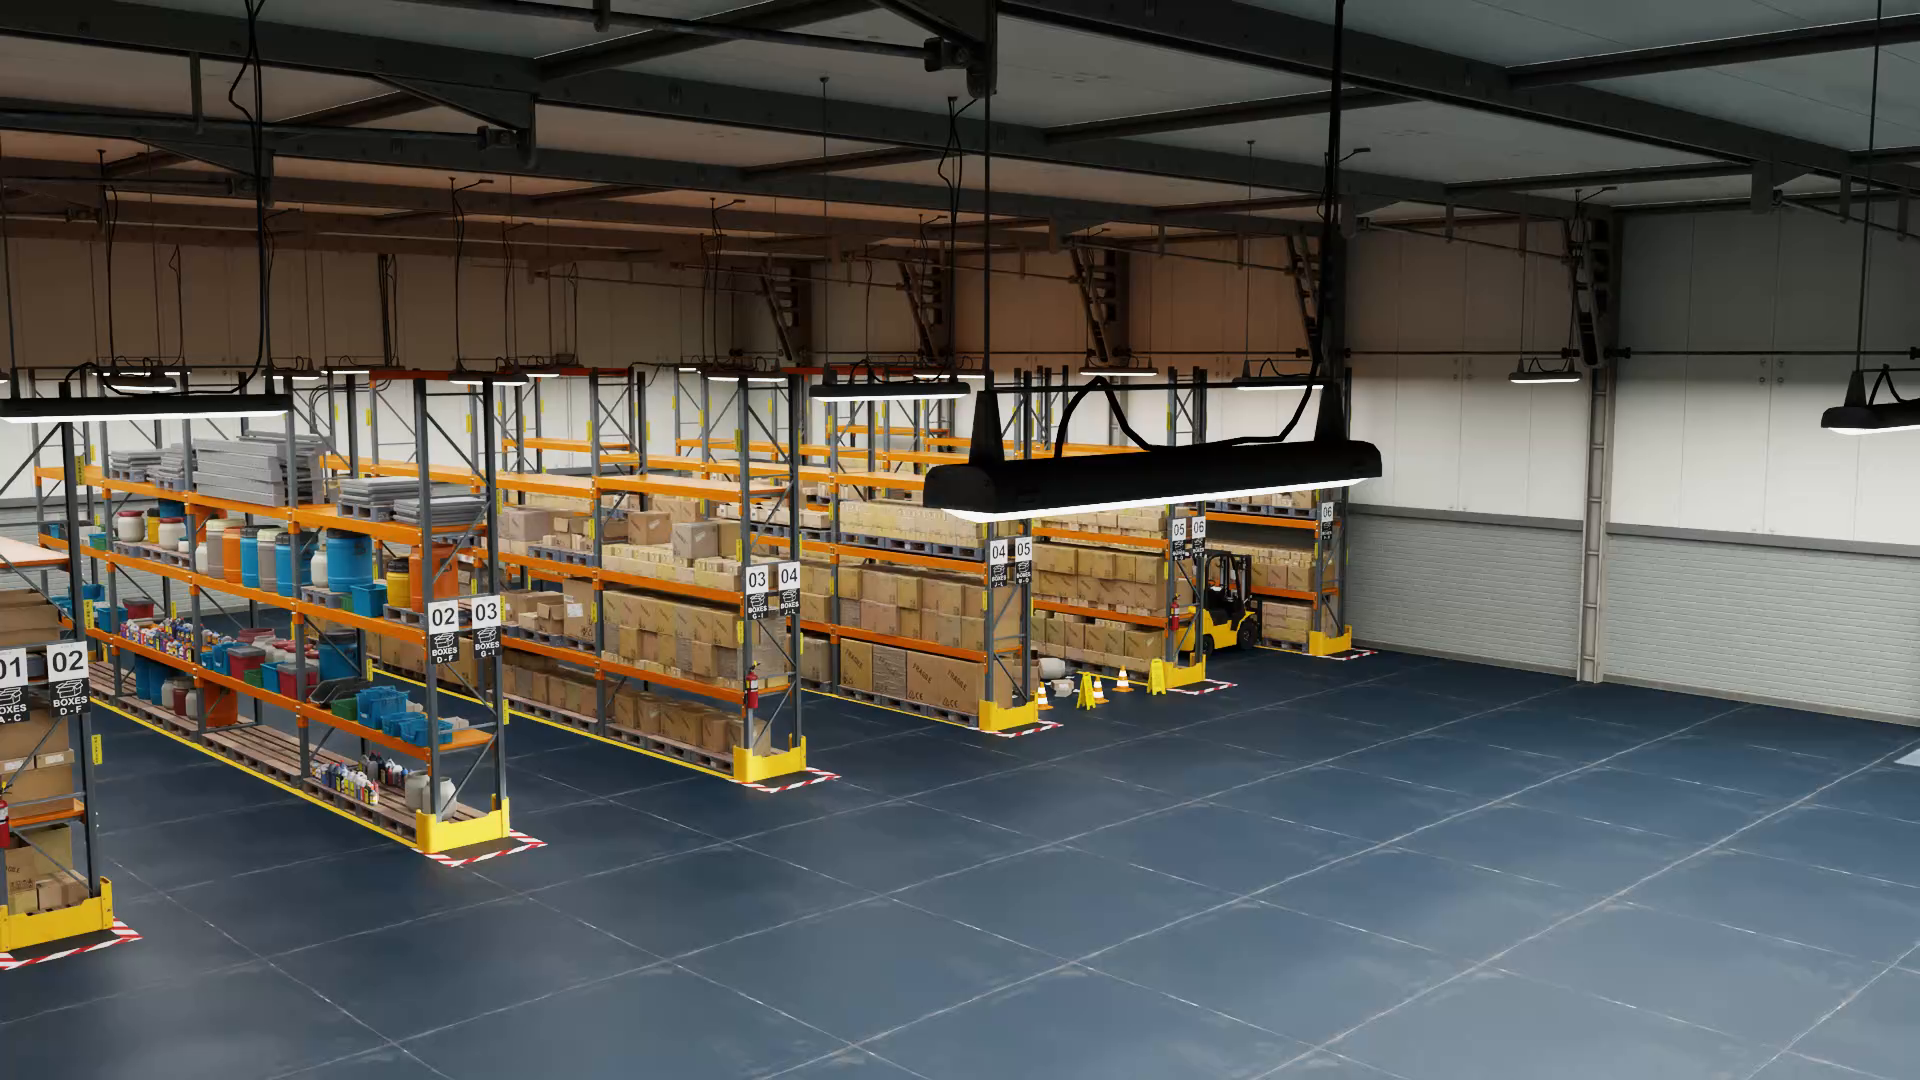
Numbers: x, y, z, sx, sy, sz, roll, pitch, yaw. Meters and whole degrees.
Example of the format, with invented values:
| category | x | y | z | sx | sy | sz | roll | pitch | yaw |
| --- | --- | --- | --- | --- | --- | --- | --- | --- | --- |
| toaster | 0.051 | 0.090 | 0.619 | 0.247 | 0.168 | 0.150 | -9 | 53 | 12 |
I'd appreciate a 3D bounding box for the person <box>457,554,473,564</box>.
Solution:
| category | x | y | z | sx | sy | sz | roll | pitch | yaw |
| --- | --- | --- | --- | --- | --- | --- | --- | --- | --- |
| person | -11.921 | 0.935 | 40.325 | 0.663 | 1.768 | 0.960 | -1 | 7 | -8 |
